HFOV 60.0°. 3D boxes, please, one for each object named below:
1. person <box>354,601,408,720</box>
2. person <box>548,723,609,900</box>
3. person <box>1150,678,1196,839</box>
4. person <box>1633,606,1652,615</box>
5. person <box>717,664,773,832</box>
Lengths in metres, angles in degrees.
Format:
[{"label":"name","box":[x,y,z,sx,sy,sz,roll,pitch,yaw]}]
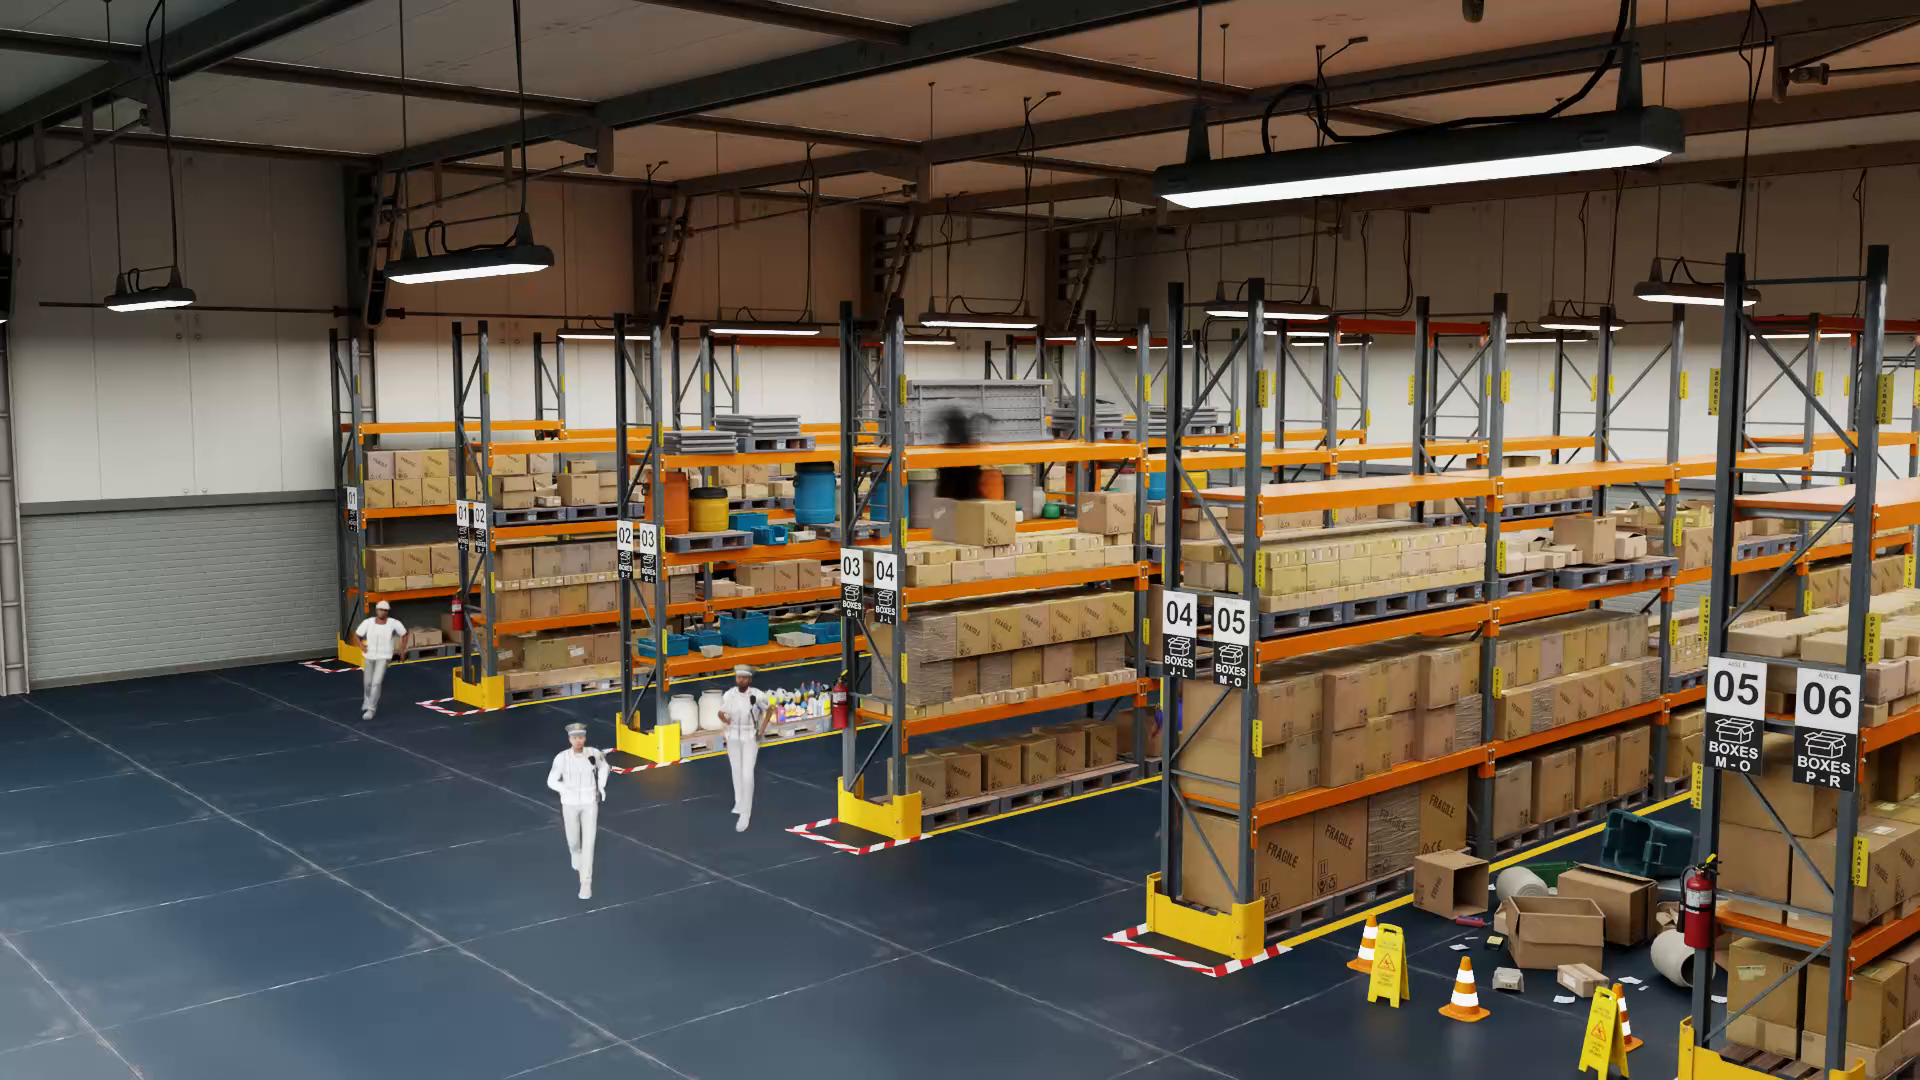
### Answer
[{"label":"person","box":[-8.802,1.789,25.255,0.768,1.750,0.893,-1,6,-8]},{"label":"person","box":[-3.833,2.664,16.757,0.615,1.703,0.926,-1,6,-15]},{"label":"person","box":[2.311,2.293,17.798,0.587,1.681,0.860,5,7,40]},{"label":"person","box":[9.989,1.867,24.480,0.933,1.800,0.669,-4,7,-36]},{"label":"person","box":[-2.387,2.245,18.262,0.581,1.800,0.632,1,6,11]}]
